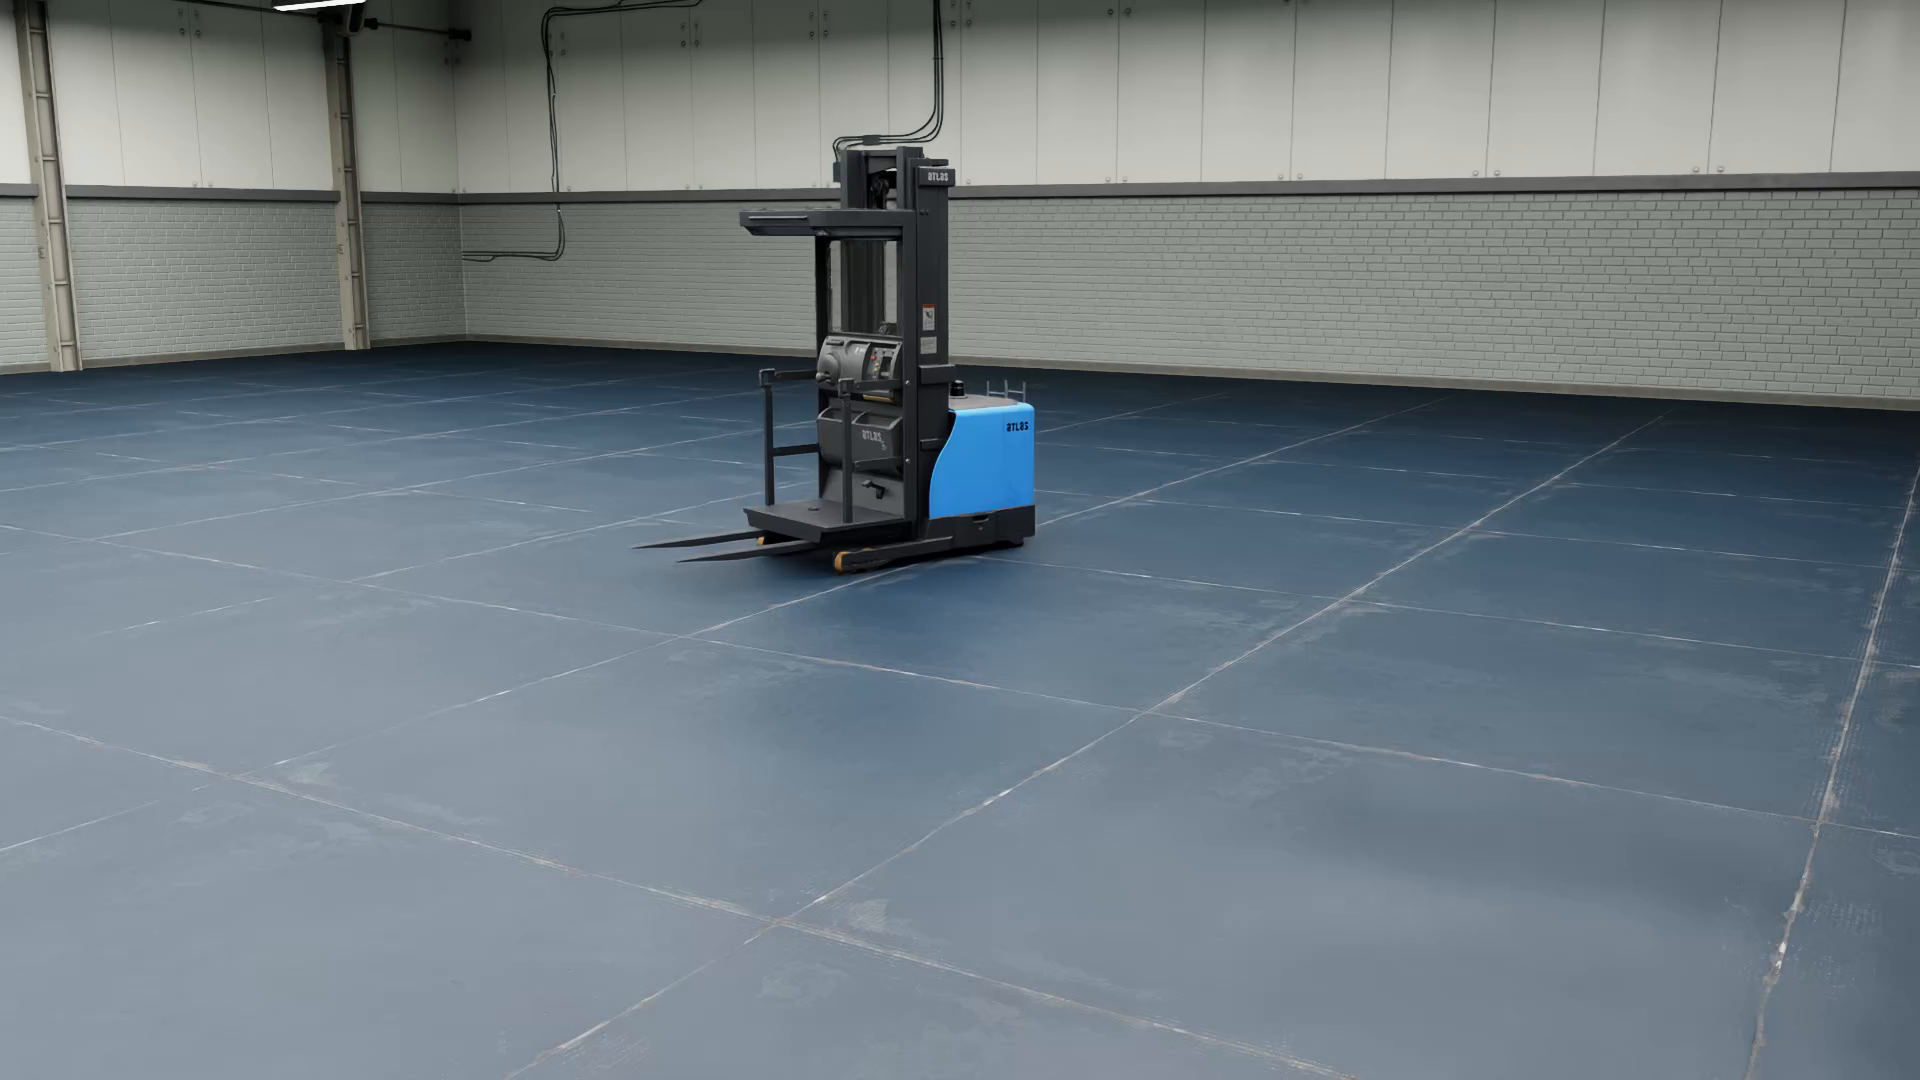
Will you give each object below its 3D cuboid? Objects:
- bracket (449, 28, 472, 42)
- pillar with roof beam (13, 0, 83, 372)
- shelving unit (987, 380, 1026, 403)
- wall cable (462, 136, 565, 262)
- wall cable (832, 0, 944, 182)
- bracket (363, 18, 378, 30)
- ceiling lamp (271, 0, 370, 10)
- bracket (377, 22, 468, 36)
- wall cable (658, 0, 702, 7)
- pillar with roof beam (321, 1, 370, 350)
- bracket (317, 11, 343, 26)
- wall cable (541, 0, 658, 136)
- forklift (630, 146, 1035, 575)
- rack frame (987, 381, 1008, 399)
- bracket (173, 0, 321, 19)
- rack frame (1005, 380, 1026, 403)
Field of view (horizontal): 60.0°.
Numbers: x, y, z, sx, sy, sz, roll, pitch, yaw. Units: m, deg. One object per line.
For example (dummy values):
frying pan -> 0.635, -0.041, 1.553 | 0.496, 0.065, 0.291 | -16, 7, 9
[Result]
bracket -> -10.318, -10.421, 34.295 | 0.235, 0.232, 0.430 | 6, 12, 31
pillar with roof beam -> -11.503, -6.892, 25.230 | 9.100, 9.000, 0.548 | 6, 12, 31
shelving unit -> 0.360, -0.645, 13.051 | 0.189, 1.200, 0.258 | -9, 14, -39
wall cable -> -9.408, -7.058, 34.553 | 3.097, 2.526, 0.112 | 6, 12, 31
wall cable -> -1.302, -9.346, 29.097 | 2.305, 6.003, 0.169 | 6, 12, 31
bracket -> -11.548, -10.048, 32.304 | 0.235, 0.232, 0.430 | 6, 12, 31
ceiling lamp -> -10.014, -10.055, 26.261 | 2.000, 3.185, 0.800 | 6, 12, 31
bracket -> -10.625, -10.328, 33.799 | 0.076, 0.066, 3.189 | 6, 12, 31
wall cable -> -4.450, -11.222, 30.710 | 3.097, 2.526, 0.112 | 6, 12, 31
pillar with roof beam -> -8.388, -7.836, 30.271 | 9.100, 9.000, 0.548 | 6, 12, 31
bracket -> -11.979, -9.917, 31.607 | 0.235, 0.232, 0.430 | 6, 12, 31
wall cable -> -7.095, -9.282, 32.708 | 3.097, 2.526, 0.112 | 6, 12, 31
forklift -> -0.888, -1.307, 11.885 | 3.031, 2.935, 1.130 | -9, 14, -39
rack frame -> 0.289, -0.634, 12.994 | 0.006, 1.200, 0.240 | -9, 14, -39
bracket -> -13.317, -9.512, 29.442 | 0.076, 0.066, 4.783 | 6, 12, 31
rack frame -> 0.431, -0.655, 13.108 | 0.006, 1.200, 0.240 | -9, 14, -39
